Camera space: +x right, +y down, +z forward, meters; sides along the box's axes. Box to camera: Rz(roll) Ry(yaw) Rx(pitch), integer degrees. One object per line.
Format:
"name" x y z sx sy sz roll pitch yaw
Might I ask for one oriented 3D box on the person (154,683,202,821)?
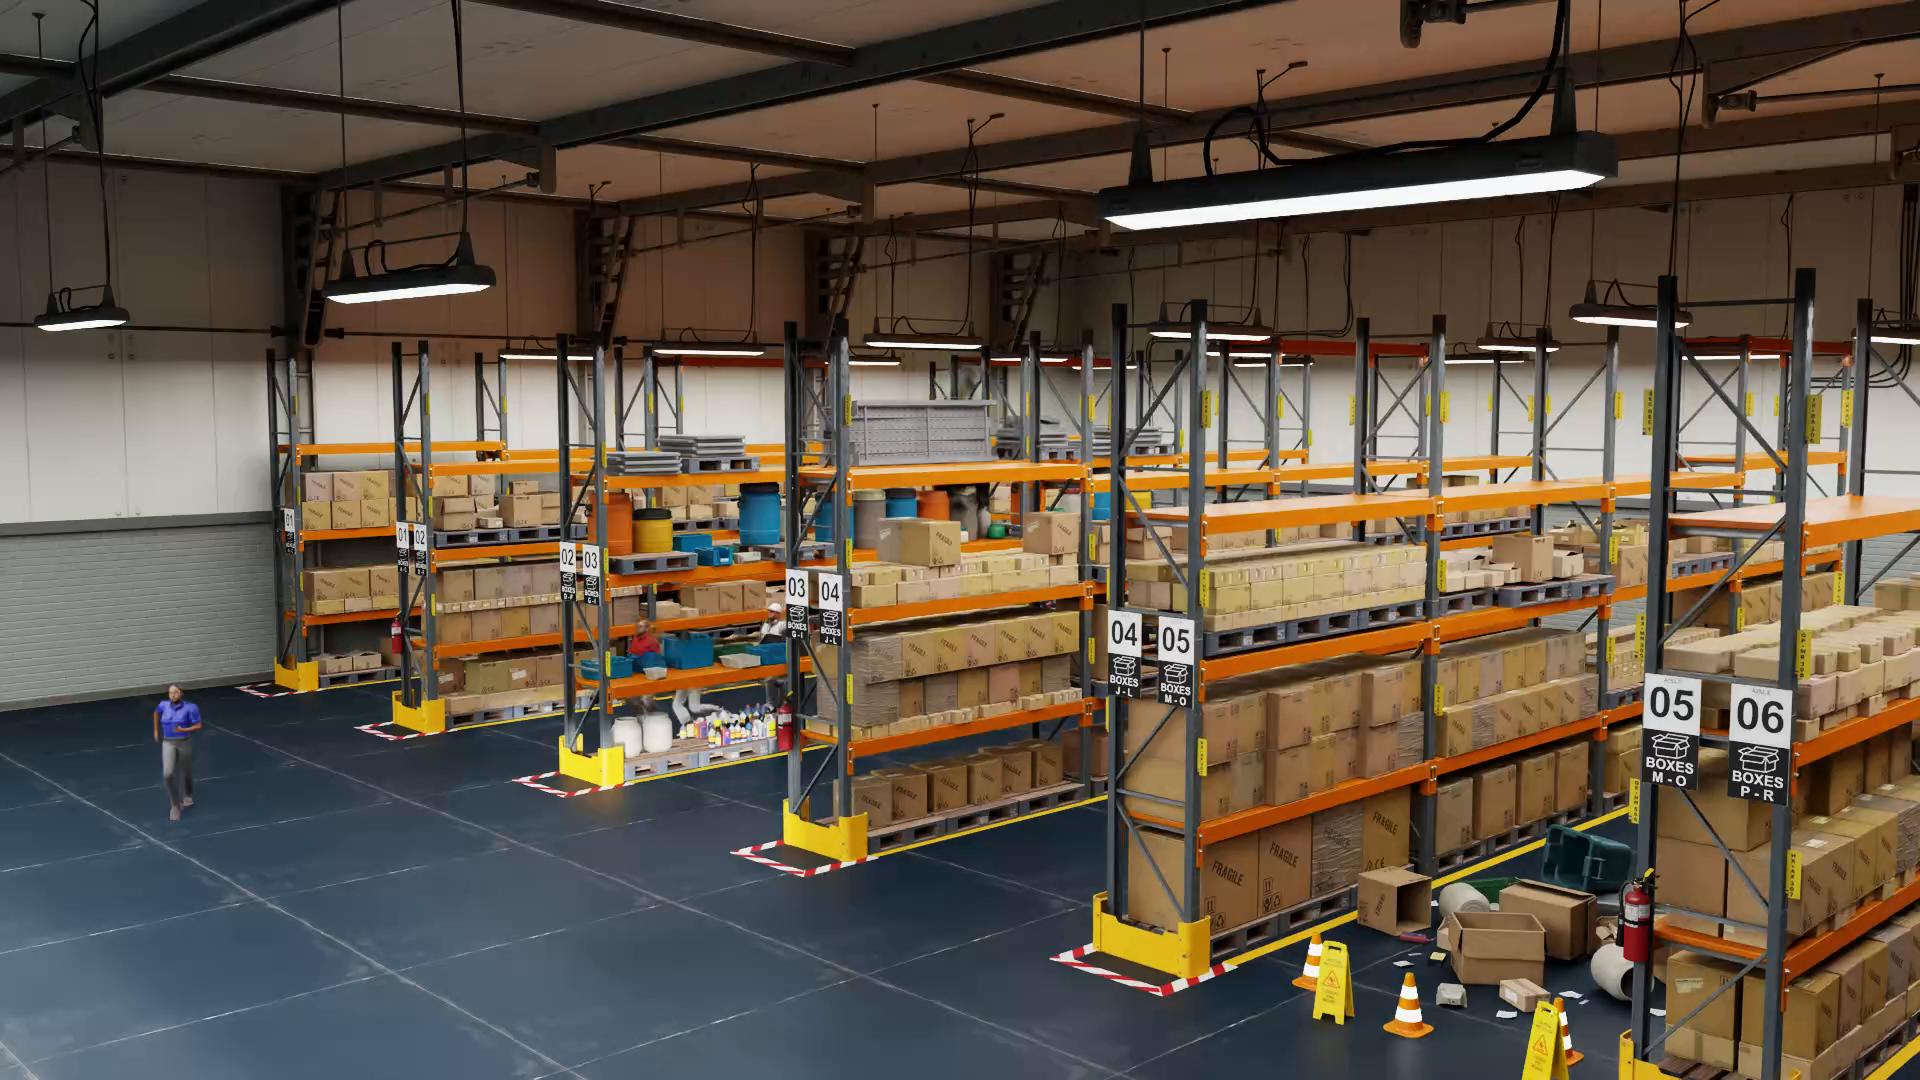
"person" -9.634 2.580 20.504 0.599 1.688 0.823 -1 5 -12

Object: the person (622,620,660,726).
"person" -4.949 2.086 25.735 0.648 1.708 0.666 3 6 32

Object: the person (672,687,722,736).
"person" -4.058 2.232 25.430 0.972 1.520 0.566 -4 6 -39

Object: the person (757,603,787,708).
"person" -3.071 1.915 27.592 0.669 1.733 0.760 4 6 35
